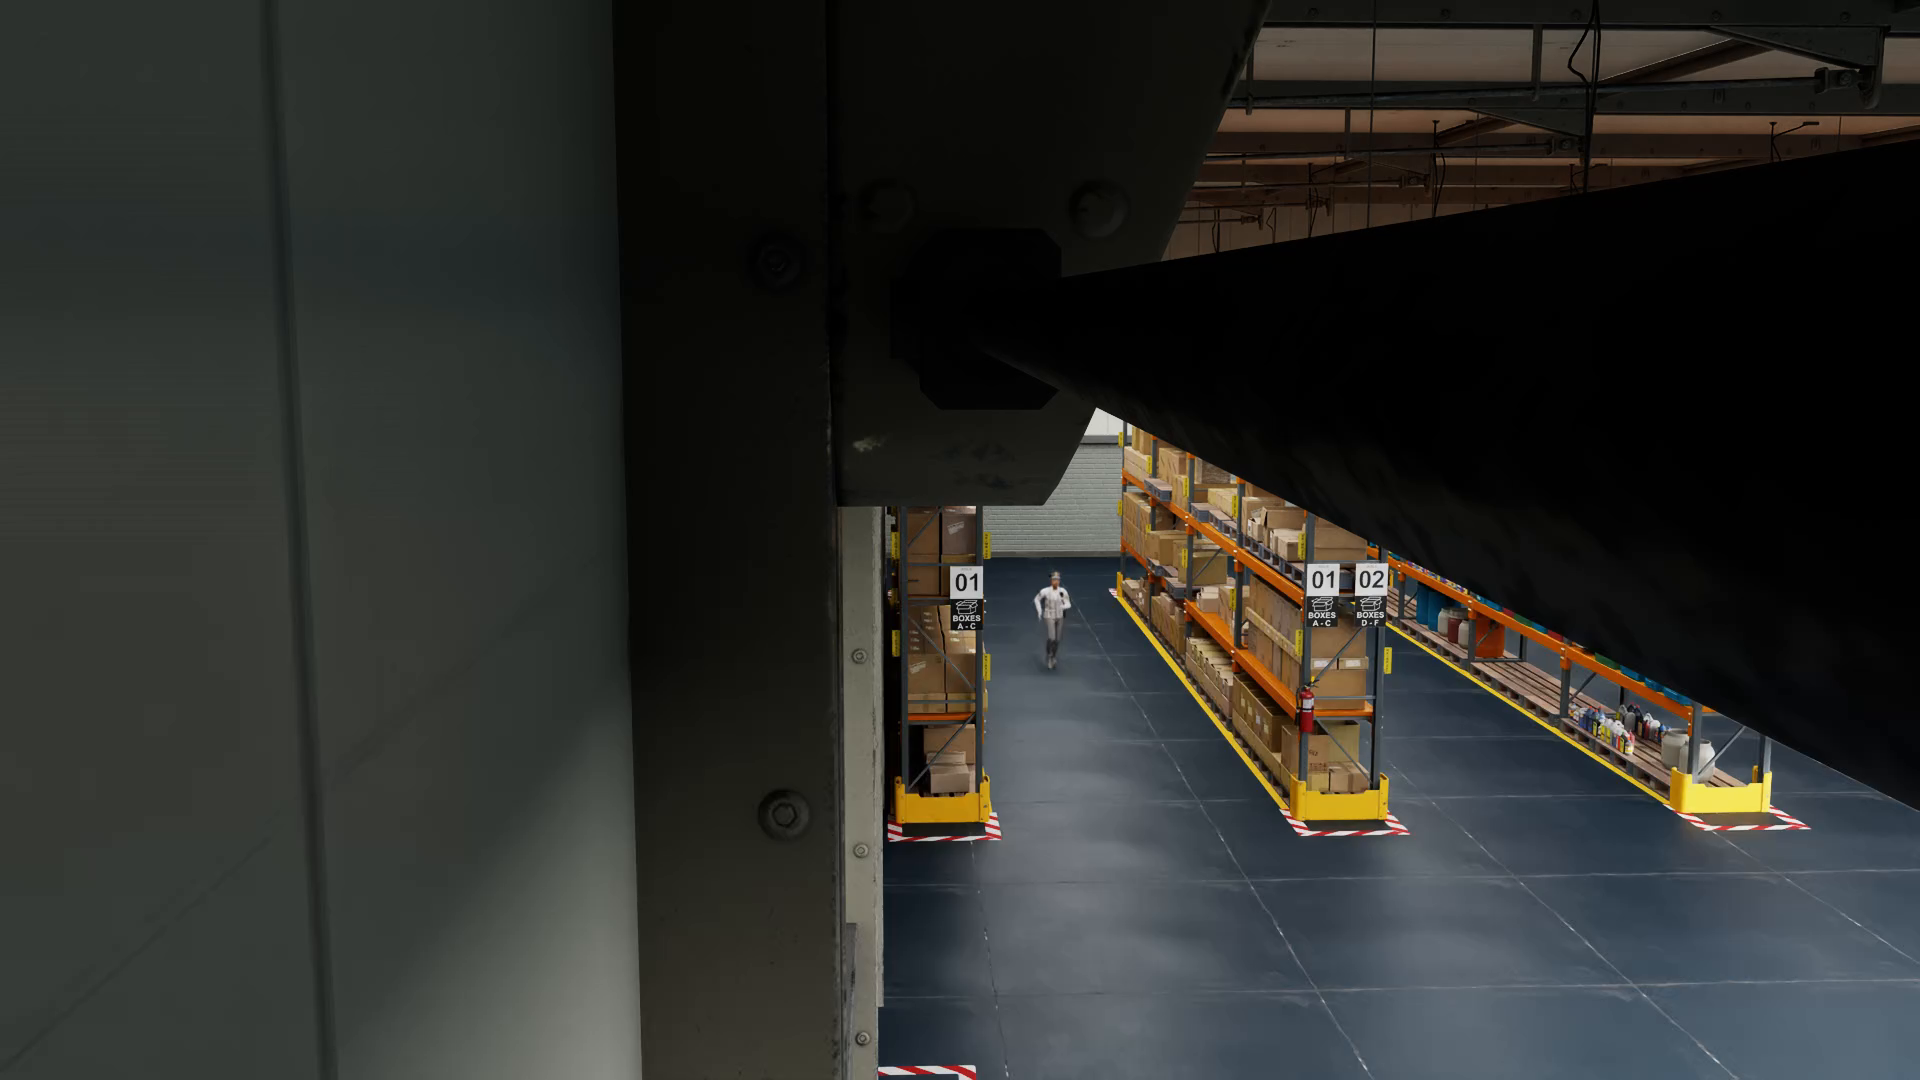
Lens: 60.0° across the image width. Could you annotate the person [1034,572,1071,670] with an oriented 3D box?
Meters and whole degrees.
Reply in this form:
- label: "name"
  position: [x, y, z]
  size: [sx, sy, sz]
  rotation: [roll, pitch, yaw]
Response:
- label: "person"
  position: [1.651, 1.408, 29.161]
  size: [0.574, 1.718, 0.677]
  rotation: [-2, 8, -13]
